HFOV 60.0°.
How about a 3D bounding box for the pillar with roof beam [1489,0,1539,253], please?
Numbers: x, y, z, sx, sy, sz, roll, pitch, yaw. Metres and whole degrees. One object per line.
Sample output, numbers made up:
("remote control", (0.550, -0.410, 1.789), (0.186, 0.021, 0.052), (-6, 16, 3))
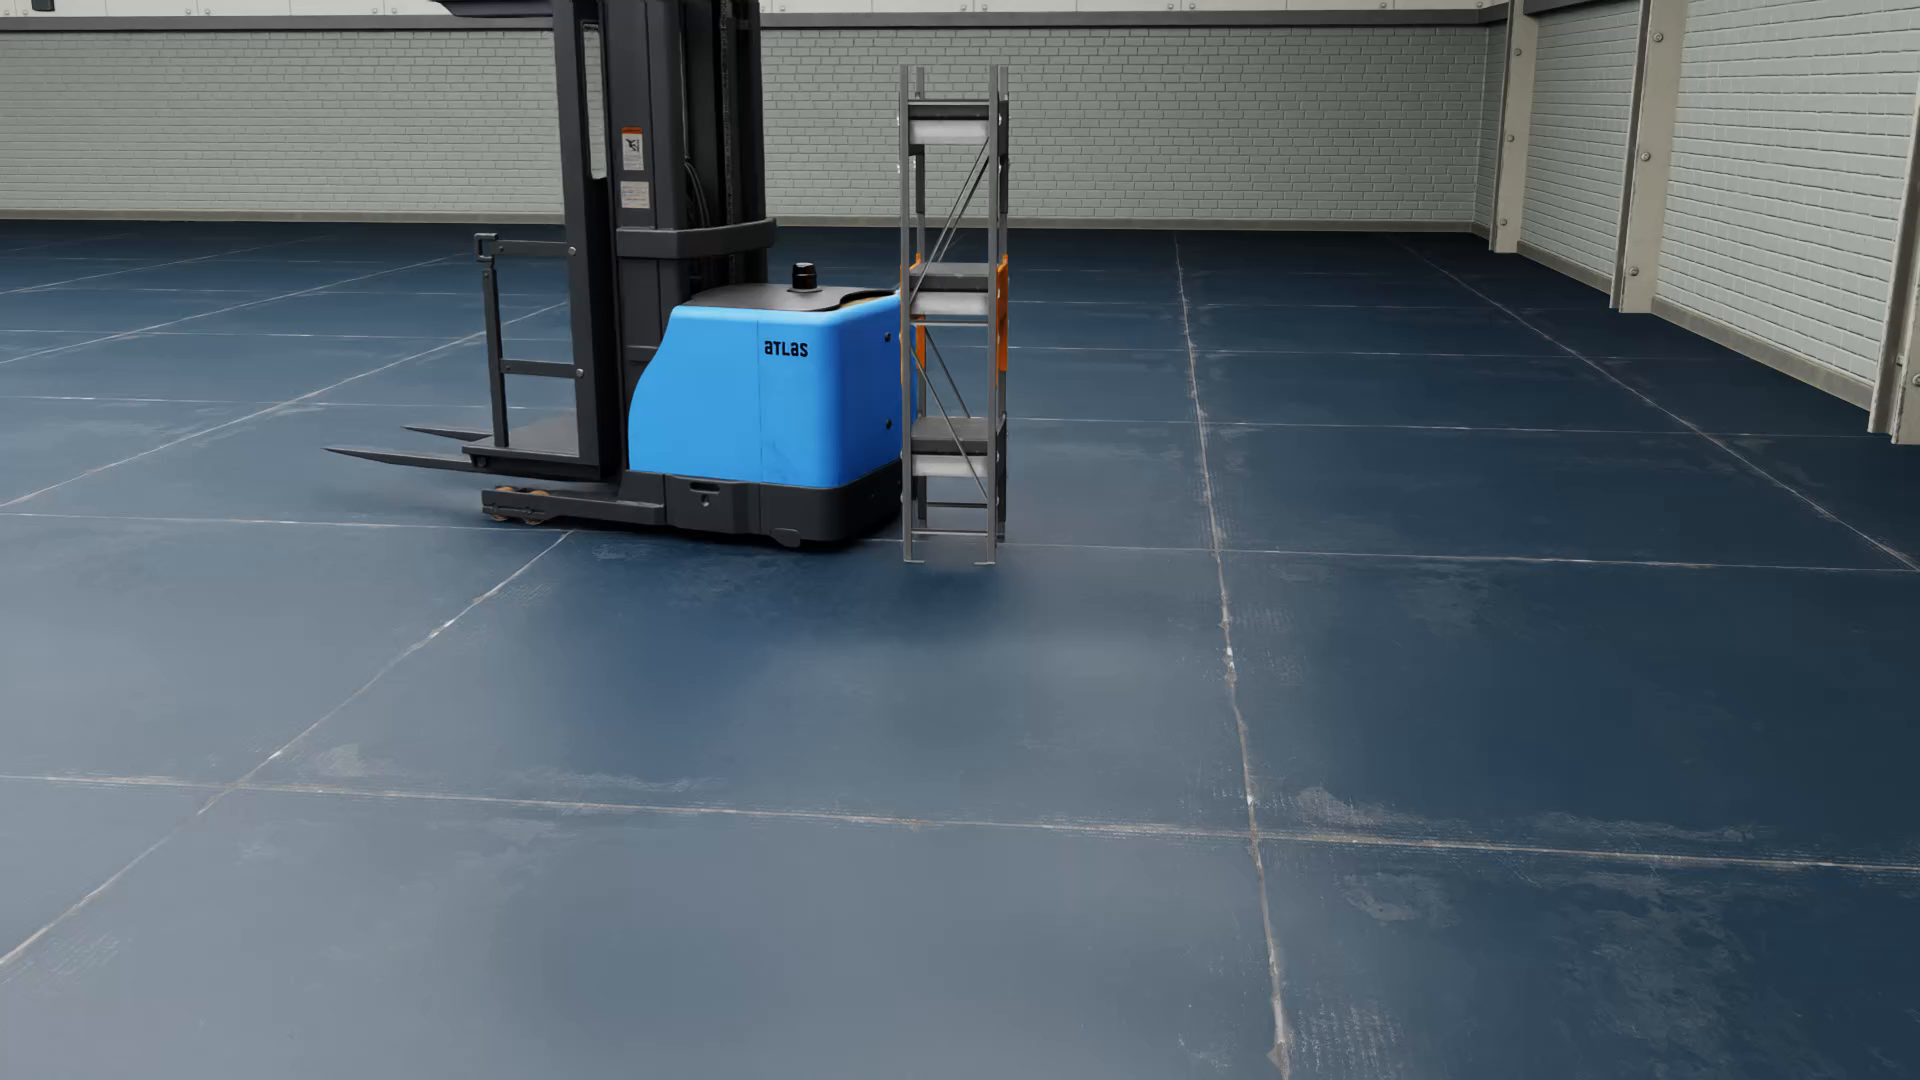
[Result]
("pillar with roof beam", (2.729, -8.192, 20.720), (9.100, 9.000, 0.400), (2, 15, 6))

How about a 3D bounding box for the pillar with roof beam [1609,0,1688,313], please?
("pillar with roof beam", (2.052, -6.636, 14.965), (9.100, 9.000, 0.400), (2, 15, 6))

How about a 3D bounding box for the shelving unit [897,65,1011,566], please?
("shelving unit", (-0.019, -0.971, 7.229), (0.431, 2.100, 0.503), (2, 15, 6))

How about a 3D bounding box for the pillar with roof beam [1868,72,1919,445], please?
("pillar with roof beam", (1.375, -5.080, 9.210), (9.100, 9.000, 0.400), (2, 15, 6))

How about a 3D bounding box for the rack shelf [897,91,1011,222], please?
("rack shelf", (-0.019, -1.633, 7.050), (0.431, 0.518, 0.480), (2, 15, 6))

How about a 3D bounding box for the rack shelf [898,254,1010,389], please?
("rack shelf", (-0.019, -0.958, 7.233), (0.431, 0.518, 0.480), (2, 15, 6))

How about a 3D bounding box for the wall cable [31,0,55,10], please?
("wall cable", (-13.215, -11.077, 24.871), (2.305, 6.003, 0.169), (2, 15, 6))

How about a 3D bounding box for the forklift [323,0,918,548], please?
("forklift", (-1.752, -1.605, 7.983), (3.031, 2.935, 1.130), (6, 16, 21))

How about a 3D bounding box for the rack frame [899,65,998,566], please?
("rack frame", (-0.046, -0.907, 6.995), (0.400, 2.100, 0.015), (2, 15, 6))

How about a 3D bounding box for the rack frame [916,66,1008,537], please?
("rack frame", (0.009, -1.034, 7.463), (0.400, 2.100, 0.015), (2, 15, 6))

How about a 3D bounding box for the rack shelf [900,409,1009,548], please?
("rack shelf", (-0.019, -0.282, 7.415), (0.431, 0.518, 0.480), (2, 15, 6))
